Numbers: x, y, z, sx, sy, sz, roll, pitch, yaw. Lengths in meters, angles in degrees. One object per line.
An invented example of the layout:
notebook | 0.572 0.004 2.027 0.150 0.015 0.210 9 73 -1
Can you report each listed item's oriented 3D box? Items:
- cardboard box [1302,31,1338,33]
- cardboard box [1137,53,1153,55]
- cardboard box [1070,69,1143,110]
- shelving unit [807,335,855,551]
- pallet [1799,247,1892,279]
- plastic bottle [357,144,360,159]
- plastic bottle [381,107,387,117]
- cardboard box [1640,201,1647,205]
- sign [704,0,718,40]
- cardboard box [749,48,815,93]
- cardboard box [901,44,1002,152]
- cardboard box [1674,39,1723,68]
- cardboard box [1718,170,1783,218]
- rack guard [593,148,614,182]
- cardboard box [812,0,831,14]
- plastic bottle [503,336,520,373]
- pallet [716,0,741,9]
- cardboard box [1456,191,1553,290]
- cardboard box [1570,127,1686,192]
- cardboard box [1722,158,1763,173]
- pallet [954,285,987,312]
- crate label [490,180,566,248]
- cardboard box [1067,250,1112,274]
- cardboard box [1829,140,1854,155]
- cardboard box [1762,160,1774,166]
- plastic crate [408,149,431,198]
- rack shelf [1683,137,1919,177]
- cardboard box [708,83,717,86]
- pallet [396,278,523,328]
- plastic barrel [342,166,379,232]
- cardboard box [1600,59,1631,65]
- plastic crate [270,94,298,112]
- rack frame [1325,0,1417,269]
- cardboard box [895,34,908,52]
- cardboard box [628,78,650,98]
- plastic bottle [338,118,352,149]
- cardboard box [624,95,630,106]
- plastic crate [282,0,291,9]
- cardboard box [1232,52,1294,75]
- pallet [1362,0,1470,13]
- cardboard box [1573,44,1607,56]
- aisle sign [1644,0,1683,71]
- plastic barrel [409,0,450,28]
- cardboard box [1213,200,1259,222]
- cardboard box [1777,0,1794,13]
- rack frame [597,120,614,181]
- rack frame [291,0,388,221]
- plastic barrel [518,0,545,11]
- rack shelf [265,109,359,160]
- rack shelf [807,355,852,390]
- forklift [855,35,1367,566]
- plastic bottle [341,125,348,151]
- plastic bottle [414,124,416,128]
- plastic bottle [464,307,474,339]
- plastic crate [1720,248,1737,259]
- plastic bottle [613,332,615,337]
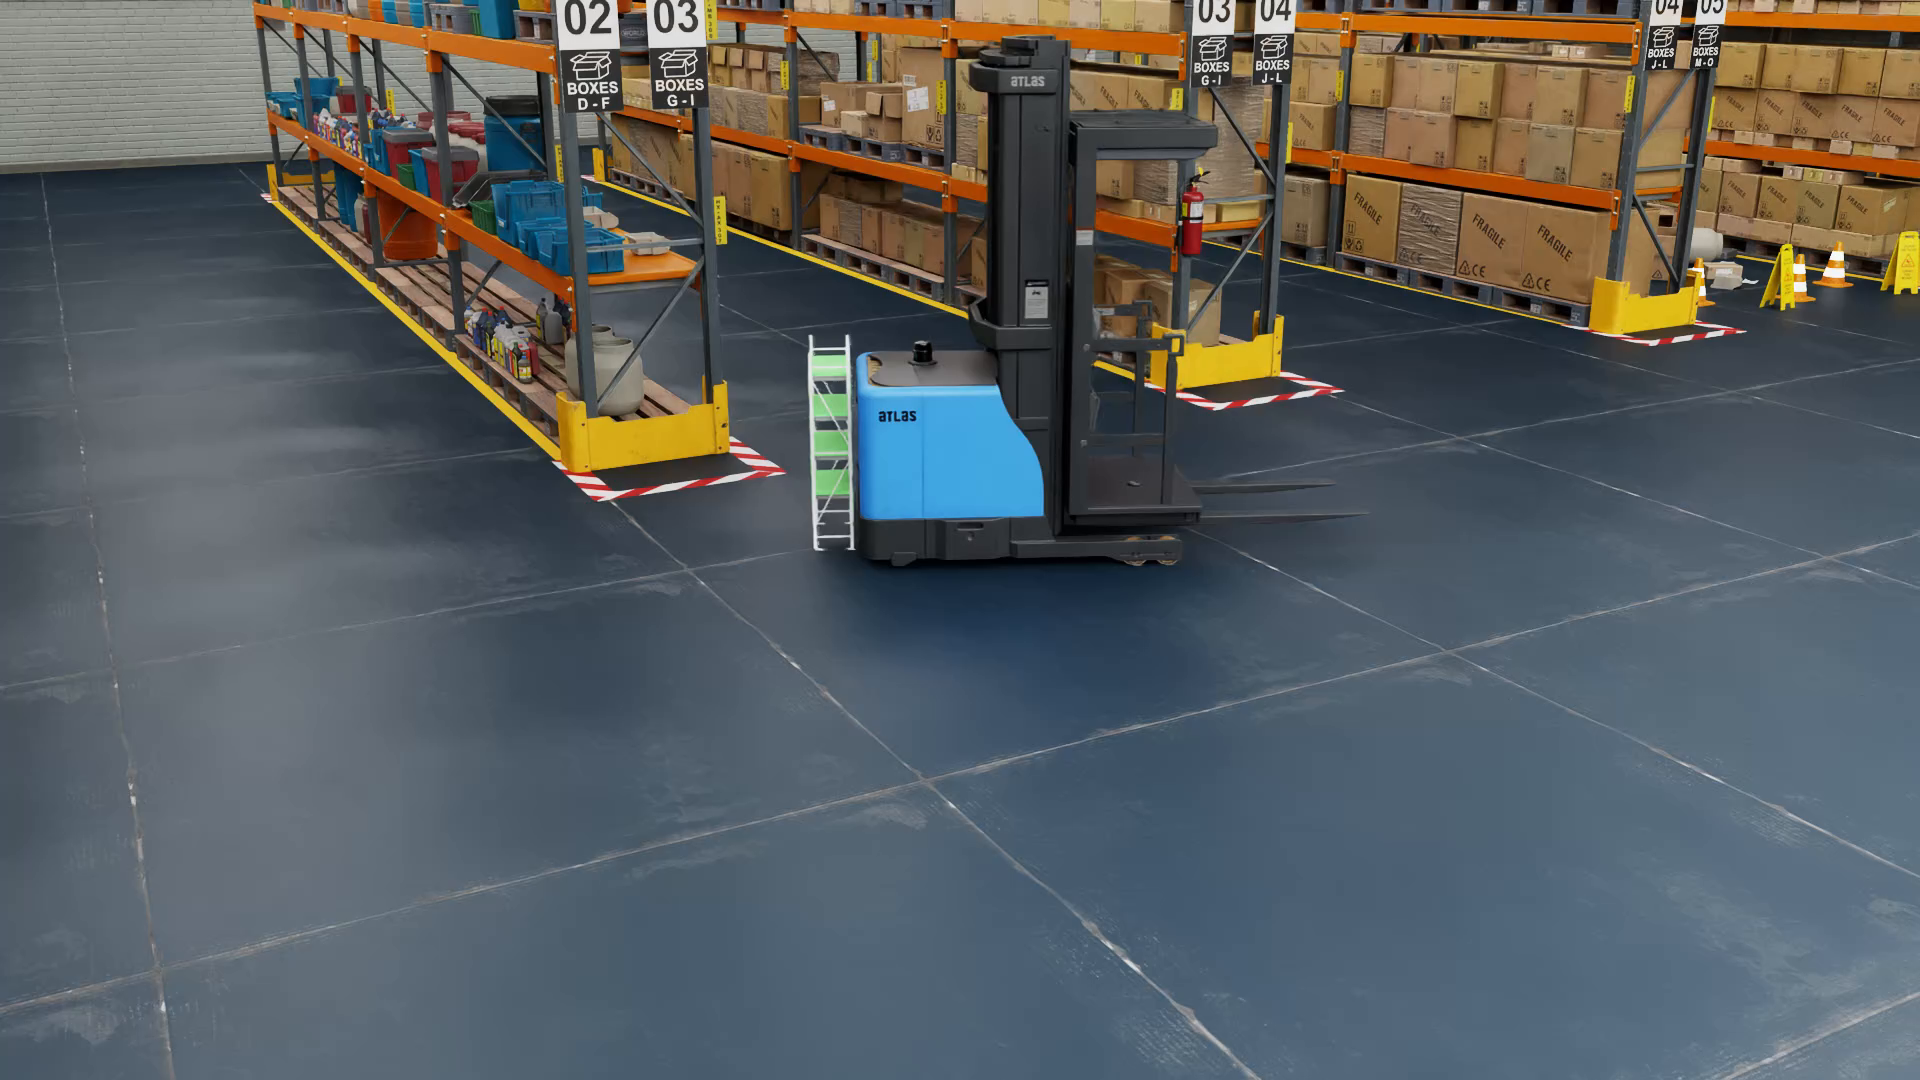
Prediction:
cardboard box | 5.912 -8.028 27.112 0.500 0.500 0.500 -10 21 -26
cardboard box | 3.556 -9.084 30.172 0.500 0.500 0.500 -11 22 -28
cardboard box | 1.248 -3.832 14.495 0.500 0.500 0.500 -10 21 -27
shelving unit | -0.772 -0.588 9.997 0.258 1.200 0.503 -1 19 -4
pallet | 10.535 -3.242 19.205 1.003 0.211 1.213 -10 21 -27
plastic bottle | -6.560 -4.287 18.260 0.097 0.201 0.097 0 19 0
plastic bottle | -7.129 -5.206 20.696 0.144 0.351 0.185 -10 21 -27
cardboard box | 8.775 -4.555 22.118 0.950 0.372 0.625 -10 21 -26
sign | -1.669 -3.504 11.076 0.100 0.325 0.005 -10 21 -27
cardboard box | -2.235 -5.983 21.181 0.797 0.503 0.637 -9 21 -25
cardboard box | 0.050 -4.645 17.431 1.000 1.000 1.000 -10 21 -26
cardboard box | 9.044 -5.949 20.631 0.700 0.500 0.500 -10 22 -27
cardboard box | 9.578 -4.189 20.096 0.500 0.500 0.500 -9 21 -24
rack guard | -5.405 -6.183 27.285 1.175 0.500 0.348 -10 21 -27
cardboard box | -1.352 -6.087 18.804 0.500 0.250 0.500 -9 21 -25
plastic bottle | -3.574 -1.494 13.364 0.152 0.276 0.135 -11 22 -28
pallet | -2.481 -6.888 21.184 1.003 0.211 1.213 -9 21 -24
cardboard box | 5.817 -3.135 17.232 0.875 0.875 0.875 -10 22 -28
cardboard box | 6.401 -3.675 15.953 0.875 0.550 0.550 -10 21 -27
cardboard box | 9.451 -4.528 20.082 0.380 0.149 0.250 -9 21 -24
pallet | 0.655 -2.408 16.786 1.003 0.211 1.213 -10 21 -27
crate label | -3.267 -2.501 12.727 0.502 0.435 0.616 -10 21 -27
cardboard box | 1.102 -2.480 15.908 0.500 0.500 0.500 -12 22 -31
cardboard box | 10.090 -4.457 18.835 0.380 0.149 0.250 -10 21 -26
cardboard box | 12.414 -5.882 25.575 0.875 0.625 0.625 -11 22 -29
plastic crate | -4.852 -3.407 15.431 0.392 0.384 0.575 -10 21 -27
rack shelf | 9.976 -4.534 19.776 1.077 0.370 4.000 -10 21 -27
cardboard box | -3.256 -5.942 22.600 0.500 0.500 0.500 -10 21 -27
pallet | -5.045 -2.398 16.758 1.003 0.211 1.213 -10 21 -27
plastic barrel | -7.274 -4.287 20.531 0.600 0.901 0.708 -10 21 -27
cardboard box | 8.605 -5.932 21.470 0.500 0.500 0.500 -10 22 -28
plastic crate | -9.613 -6.229 23.750 0.416 0.233 0.300 -10 21 -27
rack frame | 4.718 -4.653 19.016 1.000 3.000 0.127 -10 21 -27
cardboard box | -0.756 -8.444 27.862 0.500 0.500 0.500 -9 21 -25
cardboard box | -4.663 -6.806 25.032 0.500 0.250 0.500 -10 22 -28
plastic bottle | -7.103 -4.701 19.233 0.144 0.351 0.185 -10 21 -27
cardboard box | -4.903 -6.718 25.386 0.380 0.149 0.250 -10 22 -27
plastic crate | -8.320 -6.835 21.068 0.450 0.188 0.662 -10 21 -27
cardboard box | 3.752 -5.752 20.516 0.700 0.500 0.500 -10 22 -27
pallet | 5.097 -5.792 17.856 1.003 0.211 1.213 -10 21 -27
cardboard box | 8.507 -6.627 22.491 0.380 0.149 0.250 -9 21 -24
aisle sign | 6.387 -4.666 15.071 0.394 0.787 0.004 -10 21 -27
plastic barrel | -4.487 -4.914 14.405 0.600 0.901 0.708 -10 21 -27
cardboard box | 2.278 -2.765 13.931 0.380 0.149 0.250 -10 21 -27
cardboard box | 9.691 -6.177 19.219 0.380 0.149 0.250 -10 21 -26
rack frame | -5.394 -7.358 26.857 1.000 3.000 0.127 -10 21 -27
rack frame | -7.853 -5.443 21.306 1.000 3.000 0.127 -10 21 -27
plastic barrel | -2.808 -4.011 11.626 0.600 0.588 0.600 0 19 0
rack shelf | -8.803 -5.677 23.087 1.077 0.370 4.000 -10 21 -27
rack shelf | -0.772 -0.982 9.861 0.258 0.148 0.480 -1 19 -4
forklift | 0.895 -1.406 9.714 3.031 2.935 1.130 -1 19 -4
plastic bottle | -7.064 -4.617 19.093 0.061 0.283 0.133 -10 21 -27
plastic bottle | -6.298 -4.683 19.301 0.097 0.271 0.097 0 19 0
plastic bottle | -4.289 -1.905 14.562 0.097 0.271 0.097 0 19 0
plastic crate | 9.050 -3.491 20.124 0.583 0.080 0.402 16 25 39
plastic bottle | -2.833 -1.558 13.539 0.061 0.283 0.133 -10 21 -26
